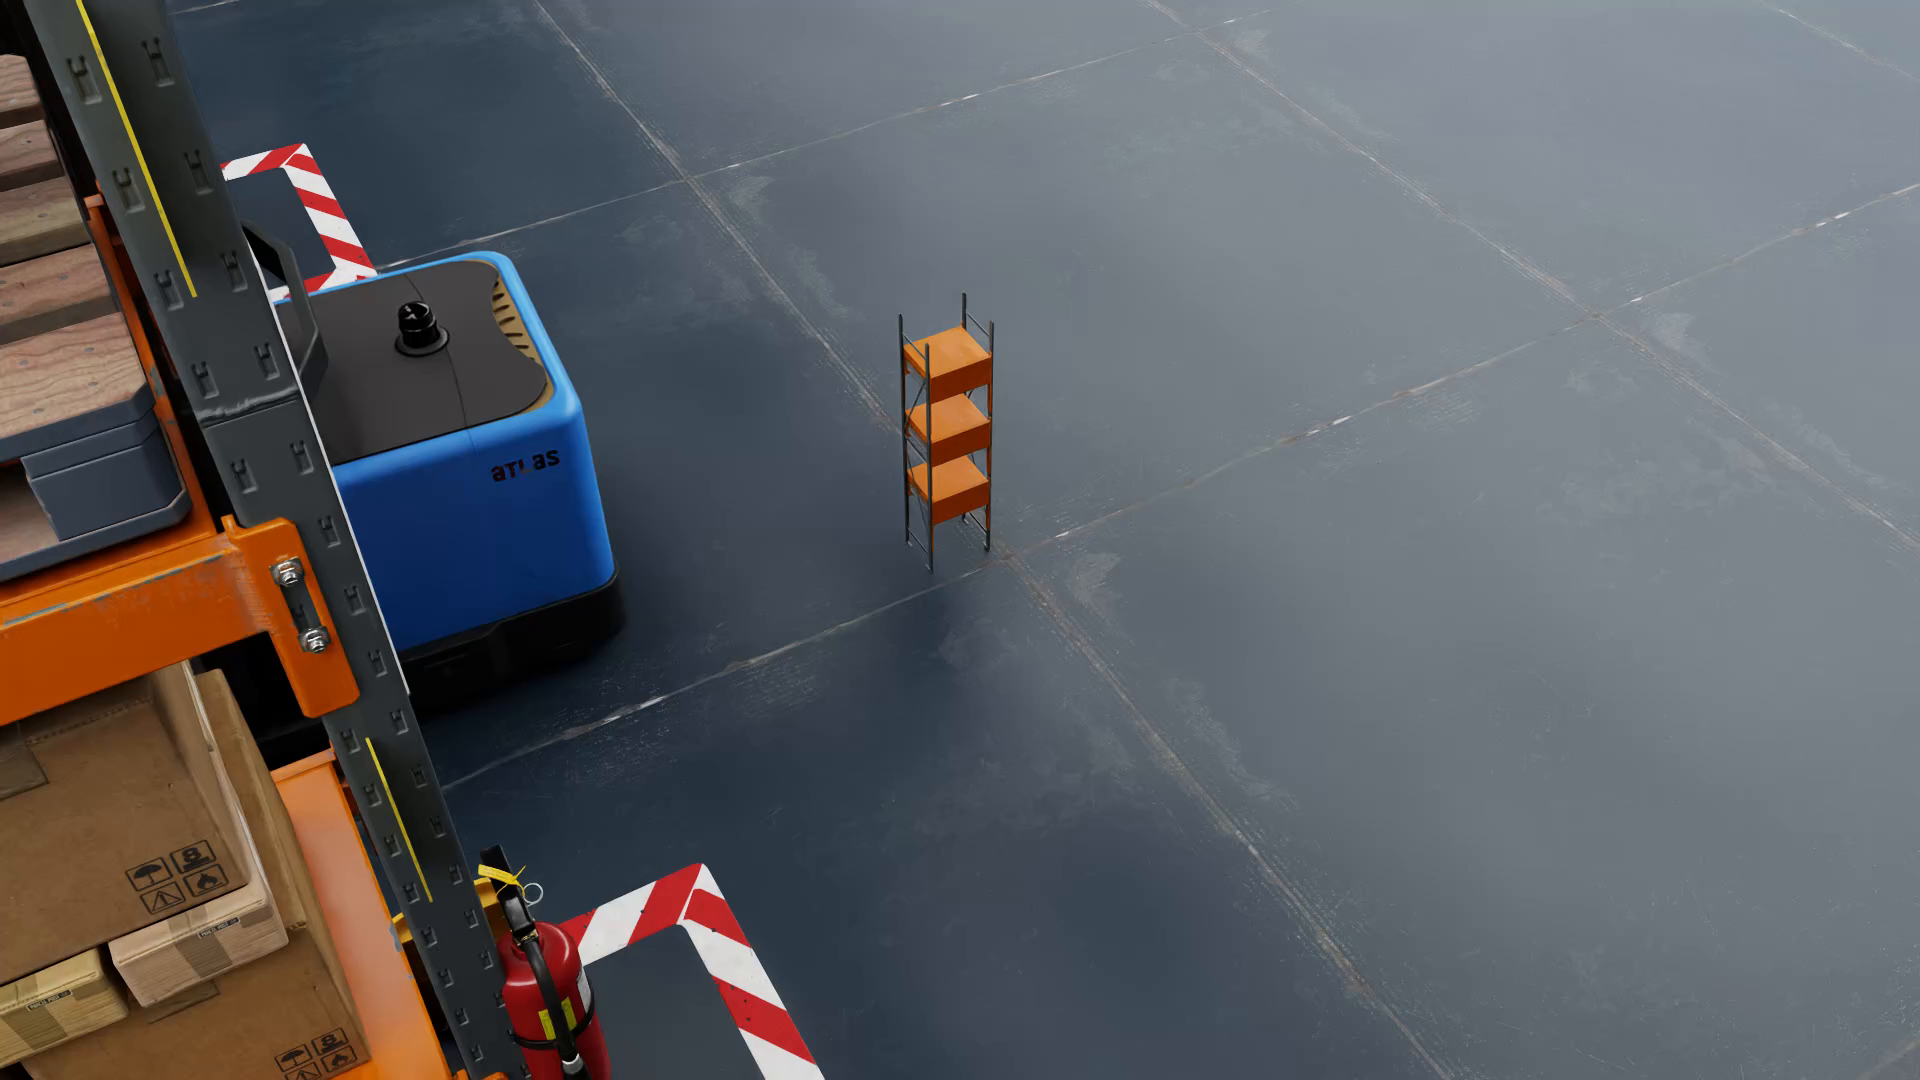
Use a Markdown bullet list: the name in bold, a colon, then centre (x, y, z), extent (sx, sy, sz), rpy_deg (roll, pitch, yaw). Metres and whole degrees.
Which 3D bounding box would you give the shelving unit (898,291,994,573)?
- **shelving unit**: centre (-0.046, -0.358, 5.865), extent (0.252, 1.050, 0.215), rpy_deg (-22, 48, -21)

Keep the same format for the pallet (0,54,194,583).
- **pallet**: centre (-1.772, -0.201, 2.213), extent (1.213, 0.211, 1.003), rpy_deg (-22, 48, -21)

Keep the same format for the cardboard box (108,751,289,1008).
- **cardboard box**: centre (-1.382, 0.593, 2.947), extent (0.250, 0.149, 0.380), rpy_deg (-23, 49, -22)

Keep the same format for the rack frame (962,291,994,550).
- **rack frame**: centre (0.059, -0.401, 5.909), extent (0.008, 1.050, 0.200), rpy_deg (-22, 48, -21)

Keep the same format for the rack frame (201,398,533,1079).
- **rack frame**: centre (-1.146, 0.614, 3.463), extent (0.127, 3.000, 1.000), rpy_deg (-22, 48, -21)

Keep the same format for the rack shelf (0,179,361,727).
- **rack shelf**: centre (-2.880, 0.490, 1.954), extent (4.000, 0.370, 1.077), rpy_deg (-22, 48, -21)

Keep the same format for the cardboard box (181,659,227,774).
- **cardboard box**: centre (-1.593, 0.352, 3.196), extent (0.250, 0.149, 0.380), rpy_deg (-22, 48, -21)

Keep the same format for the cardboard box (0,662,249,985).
- **cardboard box**: centre (-1.603, 0.285, 2.799), extent (0.500, 0.500, 0.700), rpy_deg (-22, 48, -21)

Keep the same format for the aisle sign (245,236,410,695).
- **aisle sign**: centre (-0.943, -0.164, 2.399), extent (0.004, 0.787, 0.394), rpy_deg (-22, 48, -21)

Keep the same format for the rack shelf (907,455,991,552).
- **rack shelf**: centre (-0.046, -0.151, 6.066), extent (0.240, 0.259, 0.215), rpy_deg (-22, 48, -21)

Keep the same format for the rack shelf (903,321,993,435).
- **rack shelf**: centre (-0.046, -0.554, 5.675), extent (0.240, 0.259, 0.215), rpy_deg (-22, 48, -21)

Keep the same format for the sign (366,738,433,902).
- **sign**: centre (-0.888, 0.446, 2.635), extent (0.005, 0.325, 0.100), rpy_deg (-22, 48, -21)

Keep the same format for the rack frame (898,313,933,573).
- **rack frame**: centre (-0.152, -0.316, 5.822), extent (0.008, 1.050, 0.200), rpy_deg (-22, 48, -21)

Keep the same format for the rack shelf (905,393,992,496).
- **rack shelf**: centre (-0.046, -0.351, 5.873), extent (0.240, 0.259, 0.215), rpy_deg (-22, 48, -21)

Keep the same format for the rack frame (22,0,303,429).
- **rack frame**: centre (-1.146, -1.539, 1.374), extent (0.127, 3.000, 1.000), rpy_deg (-22, 48, -21)

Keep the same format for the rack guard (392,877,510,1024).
- **rack guard**: centre (-1.125, 1.503, 4.342), extent (0.348, 0.500, 1.175), rpy_deg (-22, 48, -21)

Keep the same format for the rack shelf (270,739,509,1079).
- **rack shelf**: centre (-2.880, 1.566, 2.999), extent (4.000, 0.370, 1.077), rpy_deg (-22, 48, -21)

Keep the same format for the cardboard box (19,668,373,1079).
- **cardboard box**: centre (-1.557, 0.733, 3.270), extent (0.500, 0.500, 0.700), rpy_deg (-22, 48, -21)

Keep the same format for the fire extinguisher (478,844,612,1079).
- **fire extinguisher**: centre (-0.812, 0.881, 3.244), extent (0.183, 0.674, 0.296), rpy_deg (-22, 48, -21)

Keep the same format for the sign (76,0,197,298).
- **sign**: centre (-0.888, -0.419, 1.795), extent (0.005, 0.325, 0.100), rpy_deg (-22, 48, -21)

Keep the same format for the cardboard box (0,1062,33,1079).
- **cardboard box**: centre (-2.010, 0.918, 3.079), extent (0.500, 0.500, 0.700), rpy_deg (-21, 48, -20)

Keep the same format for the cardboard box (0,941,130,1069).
- **cardboard box**: centre (-1.609, 0.685, 2.853), extent (0.250, 0.149, 0.380), rpy_deg (-21, 48, -20)

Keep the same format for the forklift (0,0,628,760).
- **forklift**: centre (-2.727, -0.560, 4.723), extent (3.031, 2.935, 1.130), rpy_deg (-18, 47, -18)
